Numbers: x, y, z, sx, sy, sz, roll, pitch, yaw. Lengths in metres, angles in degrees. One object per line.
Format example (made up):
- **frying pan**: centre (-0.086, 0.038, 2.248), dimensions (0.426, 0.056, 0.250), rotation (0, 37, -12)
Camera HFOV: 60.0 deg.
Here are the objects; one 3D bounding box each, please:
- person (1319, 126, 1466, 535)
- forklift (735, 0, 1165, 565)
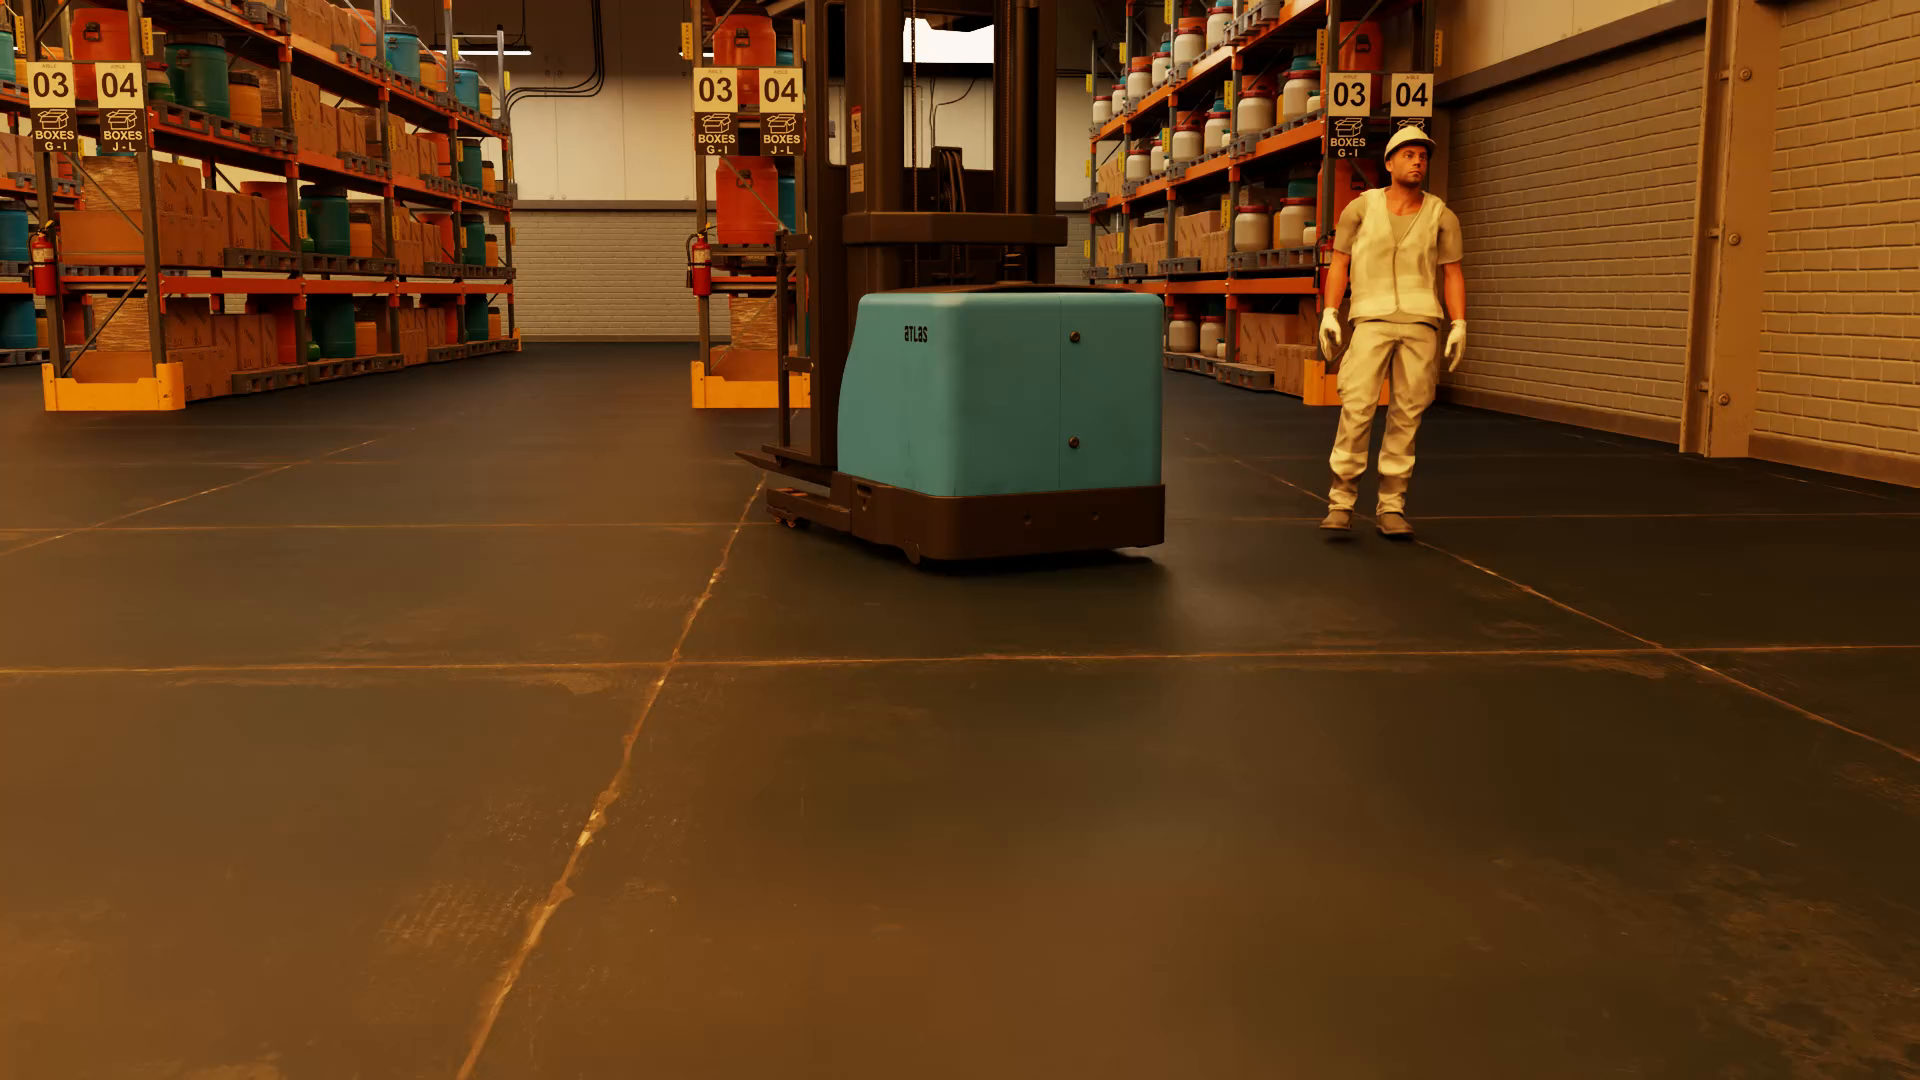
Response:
- **person**: centre (1.905, -0.909, 7.292), dimensions (0.638, 1.787, 0.560), rotation (1, 9, 7)
- **forklift**: centre (-0.264, -1.530, 7.637), dimensions (1.130, 2.935, 3.031), rotation (-4, 9, -25)
